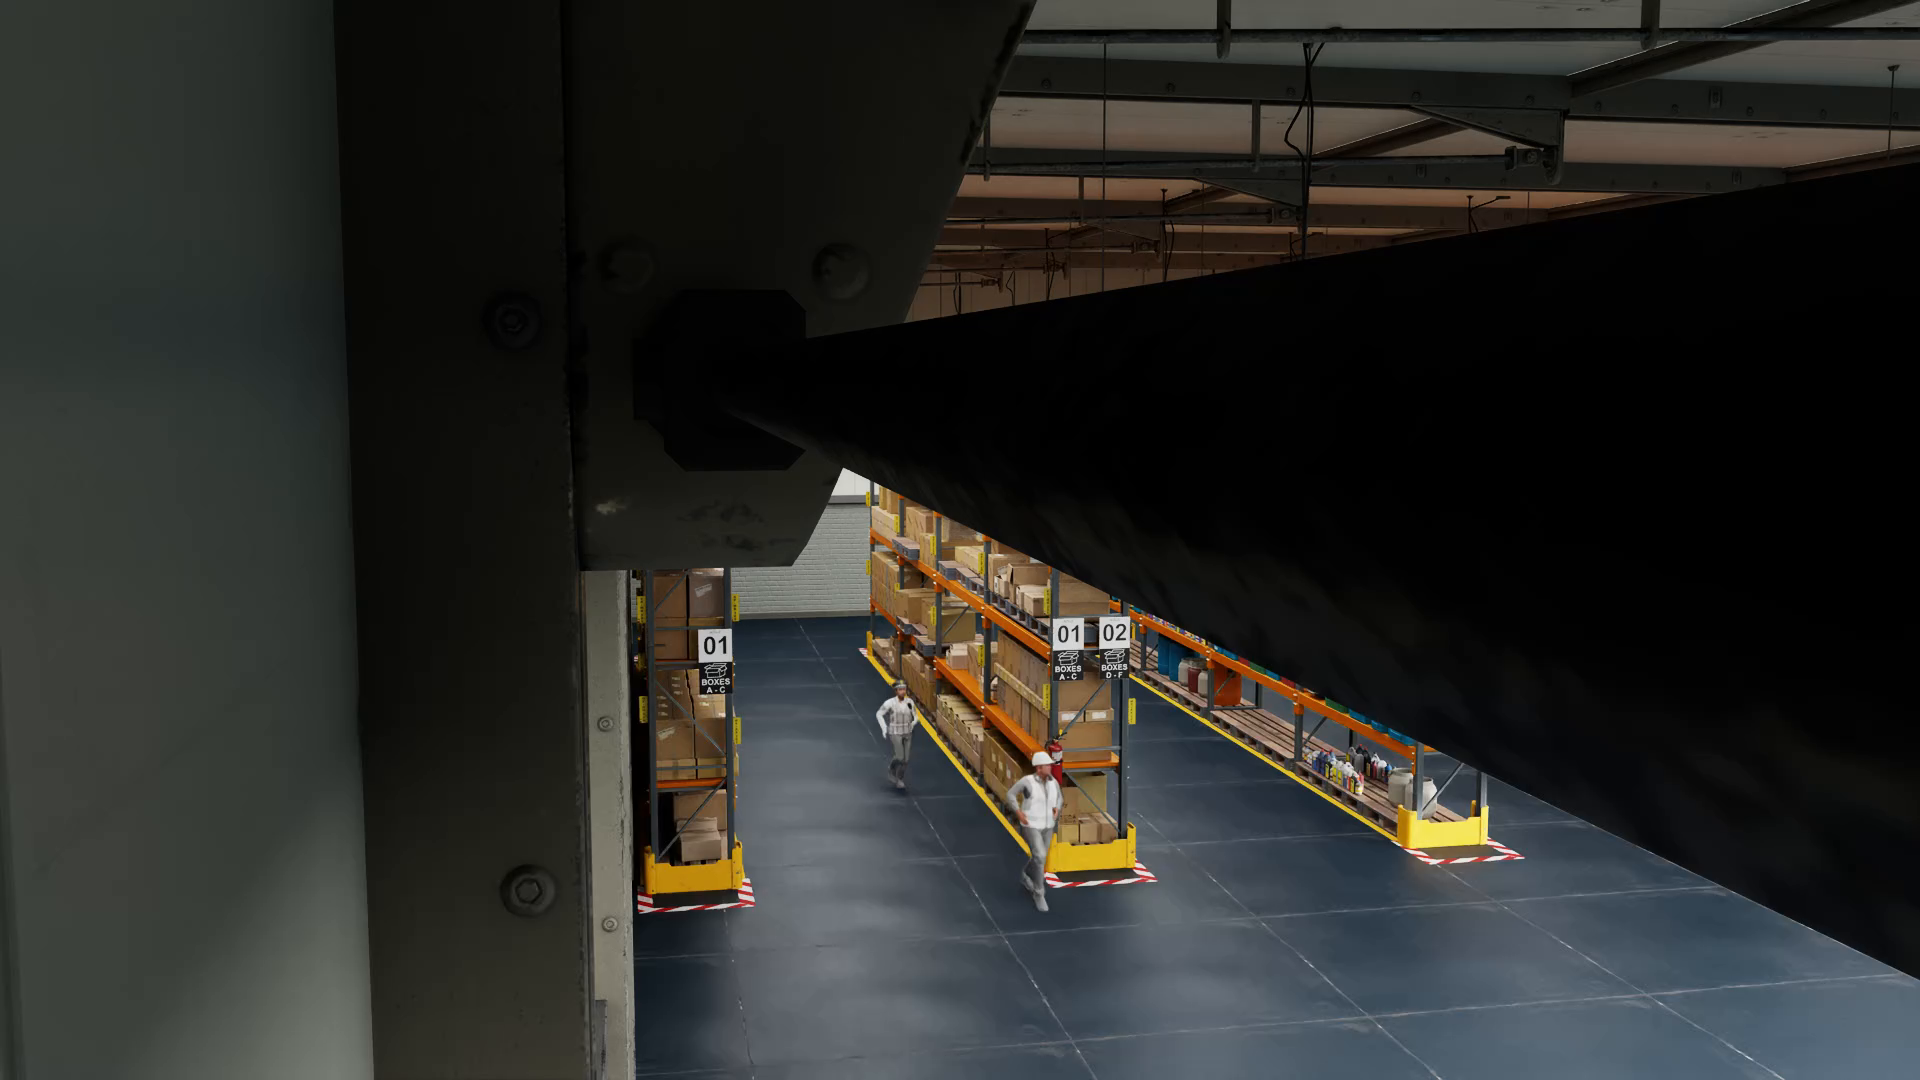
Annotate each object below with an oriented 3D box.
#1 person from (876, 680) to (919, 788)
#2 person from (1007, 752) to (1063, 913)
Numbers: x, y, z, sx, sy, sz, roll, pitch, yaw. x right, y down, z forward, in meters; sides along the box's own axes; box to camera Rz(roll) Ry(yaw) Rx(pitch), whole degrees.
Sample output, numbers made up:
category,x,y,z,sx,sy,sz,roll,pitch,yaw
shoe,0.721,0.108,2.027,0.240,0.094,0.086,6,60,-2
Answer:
category,x,y,z,sx,sy,sz,roll,pitch,yaw
person,-0.877,2.914,24.842,0.607,1.643,0.561,-3,6,-23
person,0.949,3.403,19.703,0.656,1.808,0.842,-4,7,-34
